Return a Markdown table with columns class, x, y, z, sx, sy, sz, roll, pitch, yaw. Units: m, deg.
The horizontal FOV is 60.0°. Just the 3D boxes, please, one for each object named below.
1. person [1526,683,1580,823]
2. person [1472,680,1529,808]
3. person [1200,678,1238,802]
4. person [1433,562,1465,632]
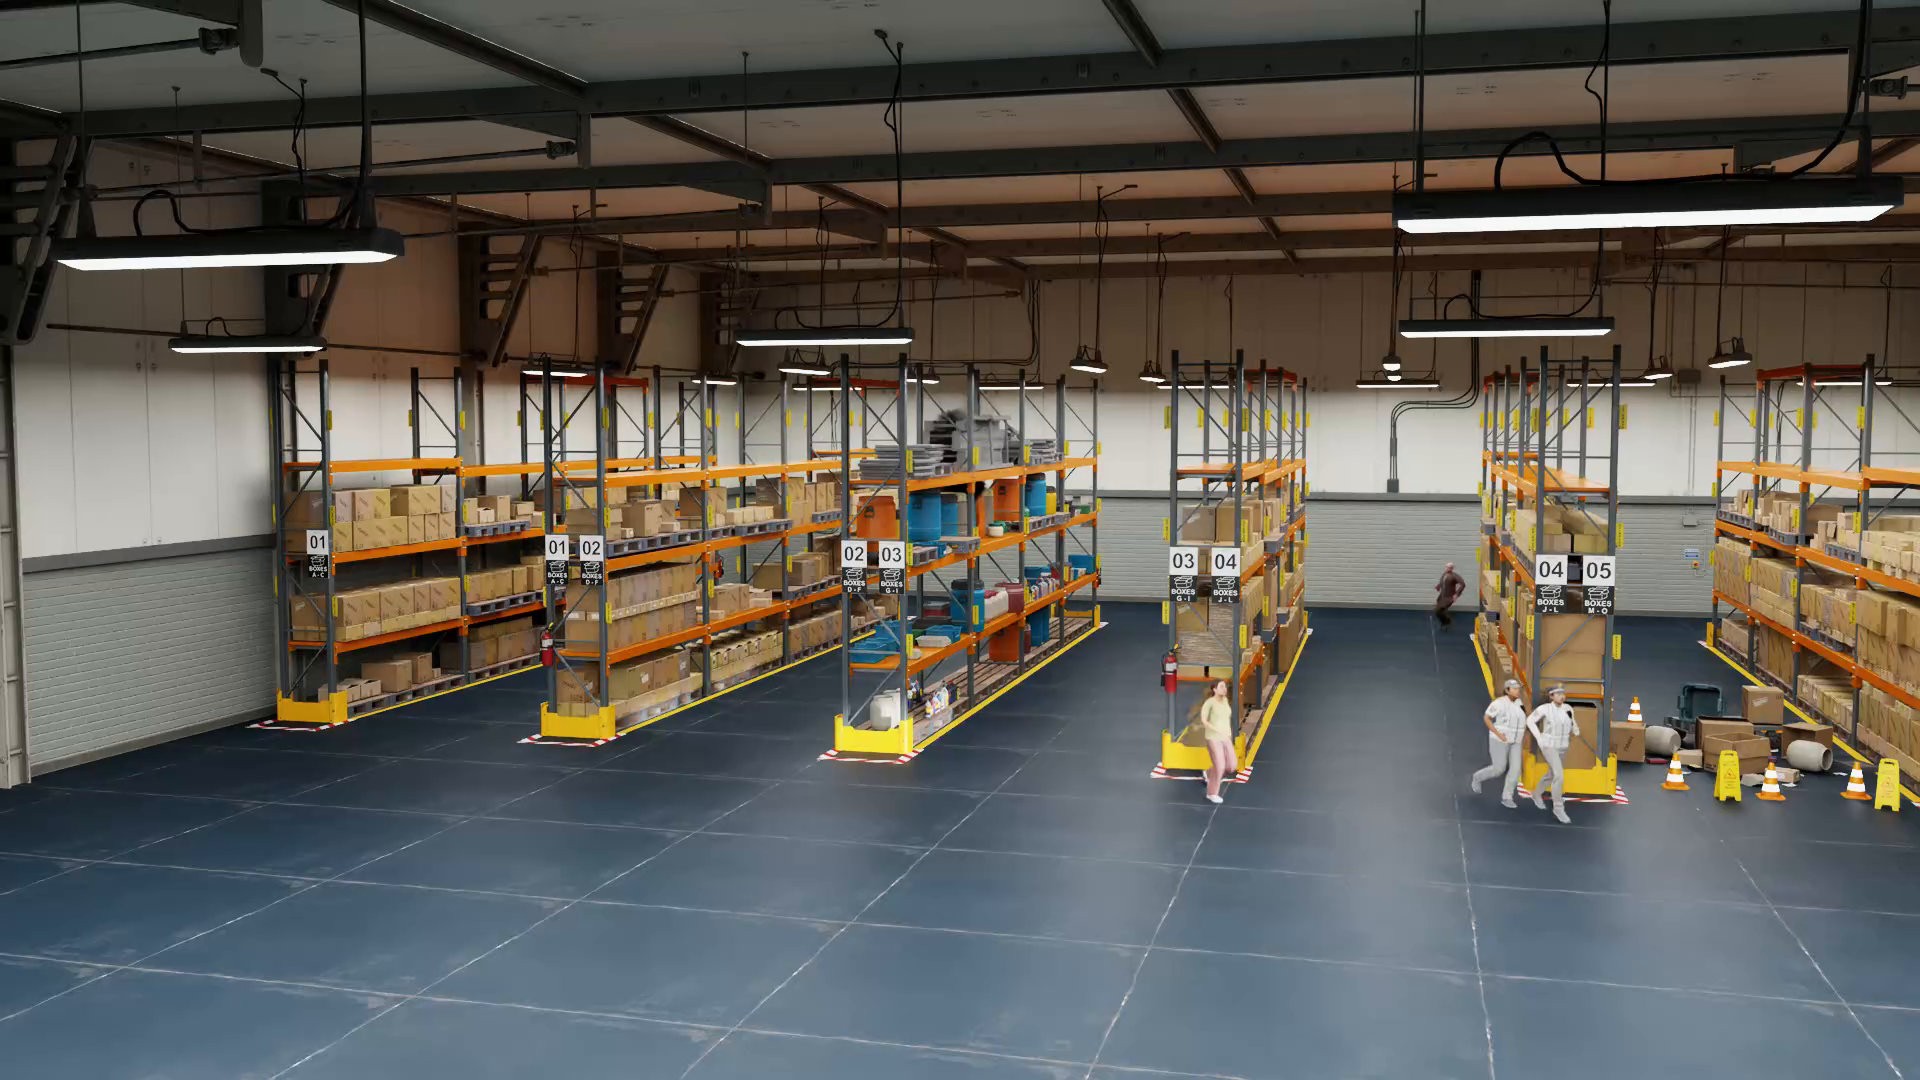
| class | x | y | z | sx | sy | sz | roll | pitch | yaw |
| --- | --- | --- | --- | --- | --- | --- | --- | --- | --- |
| person | 7.504 | 2.641 | 21.008 | 0.609 | 1.733 | 0.774 | -1 | 4 | -19 |
| person | 7.172 | 2.637 | 21.782 | 0.669 | 1.622 | 0.766 | -2 | 4 | -21 |
| person | 3.396 | 2.621 | 21.883 | 0.614 | 1.635 | 0.570 | -3 | 5 | -40 |
| person | 11.462 | 1.358 | 39.132 | 0.579 | 1.681 | 0.820 | -1 | 4 | -14 |
